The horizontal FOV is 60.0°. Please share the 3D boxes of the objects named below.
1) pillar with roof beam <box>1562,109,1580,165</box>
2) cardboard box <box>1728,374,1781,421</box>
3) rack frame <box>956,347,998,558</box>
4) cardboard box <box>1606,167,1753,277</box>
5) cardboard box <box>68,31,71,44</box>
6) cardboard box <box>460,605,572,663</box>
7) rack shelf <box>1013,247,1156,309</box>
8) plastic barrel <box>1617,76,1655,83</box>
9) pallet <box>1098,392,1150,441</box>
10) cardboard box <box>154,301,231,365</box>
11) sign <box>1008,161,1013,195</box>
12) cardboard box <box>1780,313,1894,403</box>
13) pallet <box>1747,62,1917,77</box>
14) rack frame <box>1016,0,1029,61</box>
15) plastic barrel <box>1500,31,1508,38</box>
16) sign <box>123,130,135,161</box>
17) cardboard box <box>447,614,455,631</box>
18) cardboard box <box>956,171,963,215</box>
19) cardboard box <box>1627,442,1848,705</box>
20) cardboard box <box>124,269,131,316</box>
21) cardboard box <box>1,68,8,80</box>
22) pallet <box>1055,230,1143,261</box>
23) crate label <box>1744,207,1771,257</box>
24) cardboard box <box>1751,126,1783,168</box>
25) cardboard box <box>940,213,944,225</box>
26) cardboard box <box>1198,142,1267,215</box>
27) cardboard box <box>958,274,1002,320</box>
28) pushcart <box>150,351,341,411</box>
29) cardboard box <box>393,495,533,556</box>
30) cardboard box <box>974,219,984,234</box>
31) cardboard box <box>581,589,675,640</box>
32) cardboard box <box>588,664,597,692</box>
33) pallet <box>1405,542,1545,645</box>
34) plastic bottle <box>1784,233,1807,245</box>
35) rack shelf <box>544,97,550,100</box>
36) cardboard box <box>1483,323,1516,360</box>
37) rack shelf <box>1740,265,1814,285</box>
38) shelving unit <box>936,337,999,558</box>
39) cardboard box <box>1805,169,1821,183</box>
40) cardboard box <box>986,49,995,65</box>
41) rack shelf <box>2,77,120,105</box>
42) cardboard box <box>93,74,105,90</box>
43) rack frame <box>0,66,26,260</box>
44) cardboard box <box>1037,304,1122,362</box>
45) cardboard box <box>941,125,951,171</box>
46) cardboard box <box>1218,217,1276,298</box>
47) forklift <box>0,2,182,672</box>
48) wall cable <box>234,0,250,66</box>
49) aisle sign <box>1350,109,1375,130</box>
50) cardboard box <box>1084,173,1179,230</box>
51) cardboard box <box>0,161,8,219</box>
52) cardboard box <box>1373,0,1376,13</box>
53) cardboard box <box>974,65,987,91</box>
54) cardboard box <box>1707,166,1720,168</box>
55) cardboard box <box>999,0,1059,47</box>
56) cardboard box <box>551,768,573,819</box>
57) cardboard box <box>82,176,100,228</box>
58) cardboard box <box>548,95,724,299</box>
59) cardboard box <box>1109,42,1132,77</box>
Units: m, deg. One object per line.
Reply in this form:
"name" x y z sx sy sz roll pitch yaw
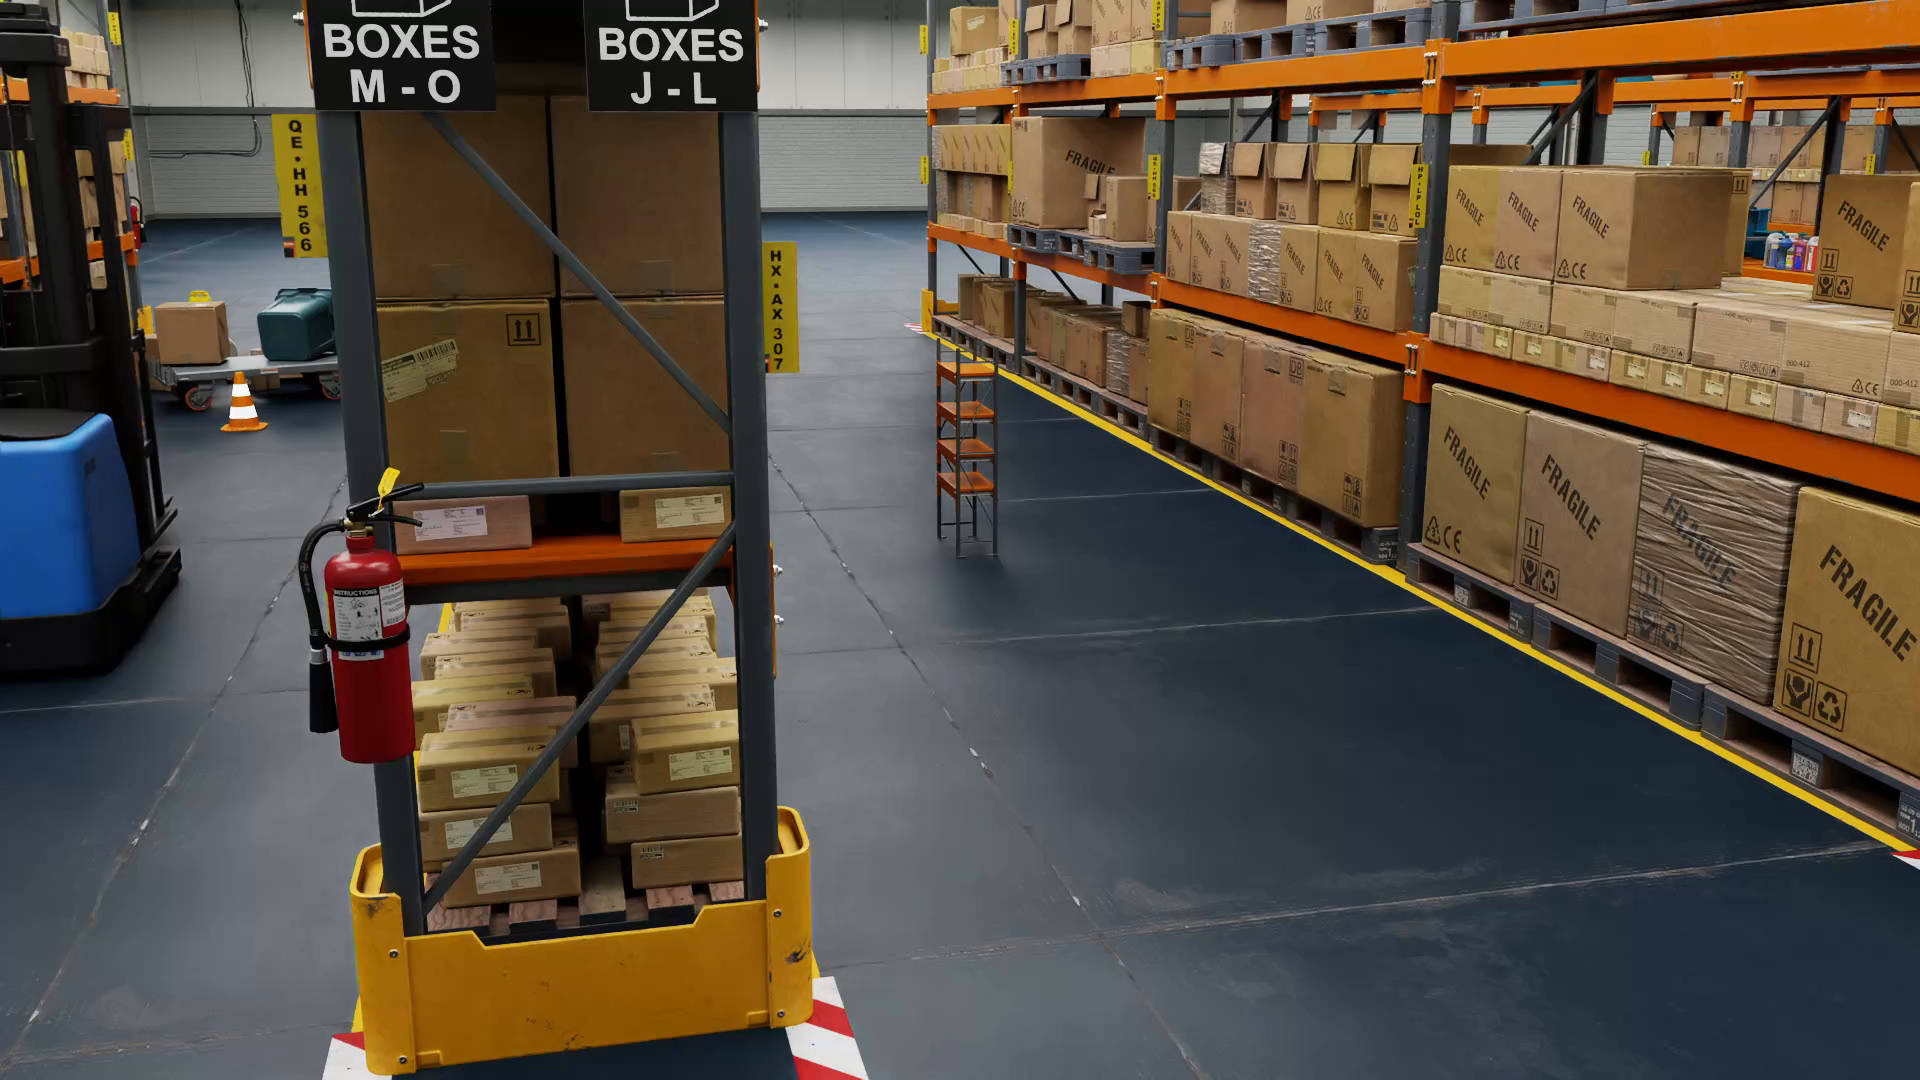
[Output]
"pillar with roof beam" 8.551 -10.231 32.843 9.100 9.000 0.400 -3 14 -13
"cardboard box" 3.217 -0.560 6.427 0.380 0.149 0.250 -4 14 -14
"rack frame" 0.096 -0.488 9.398 0.240 1.200 0.015 -3 14 -13
"cardboard box" 3.404 -1.534 7.995 0.500 0.500 0.500 -3 14 -13
"cardboard box" -9.001 -4.944 16.373 0.380 0.149 0.250 -3 14 -13
"cardboard box" -1.611 0.352 6.036 0.380 0.149 0.250 -4 14 -15
"rack shelf" 1.514 -2.340 14.700 1.077 0.370 4.000 -3 14 -13
"plastic barrel" 6.496 -4.720 15.551 0.600 0.901 0.708 -3 14 -13
"pallet" 1.801 -1.054 13.795 1.003 0.211 1.213 -3 14 -13
"cardboard box" -6.866 -1.858 14.883 0.500 0.500 0.500 -3 14 -13
"sign" 0.518 -3.539 16.269 0.100 0.325 0.005 -3 14 -13
"cardboard box" 3.372 -0.668 6.030 0.500 0.250 0.500 -4 14 -14
"pallet" 6.882 -3.687 12.778 1.003 0.211 1.213 -3 14 -13
"rack frame" 1.044 -6.065 15.791 1.000 3.000 0.127 -3 14 -13
"plastic barrel" 5.948 -5.252 17.665 0.421 0.512 0.421 0 14 0
"sign" -8.984 -4.263 17.952 0.100 0.325 0.005 -3 14 -13
"cardboard box" -1.809 0.382 6.537 0.380 0.149 0.250 -3 14 -14
"cardboard box" 0.441 -4.029 19.262 0.875 0.500 0.500 -3 14 -13
"cardboard box" 3.420 0.093 6.819 0.875 0.875 0.875 -3 14 -13
"cardboard box" -9.087 -2.583 17.509 0.500 0.500 0.500 -3 14 -13
"cardboard box" -8.422 -4.020 14.270 0.380 0.149 0.250 -4 14 -14
"pallet" 1.479 -2.589 14.608 1.003 0.211 1.213 -3 14 -13
"crate label" 6.827 -2.765 14.851 0.502 0.435 0.616 -3 14 -13
"cardboard box" 10.210 -4.830 20.433 0.700 0.500 0.500 -3 14 -13
"cardboard box" -0.020 -3.814 19.746 0.380 0.149 0.250 -3 14 -13
"cardboard box" 2.139 -2.594 11.901 0.797 0.503 0.637 -3 14 -11
"cardboard box" 0.235 -2.918 19.933 0.500 0.500 0.500 -1 14 -3
"pushcart" -6.384 -1.463 15.120 1.648 0.377 0.936 -9 16 -33
"cardboard box" -1.334 -0.067 4.409 0.380 0.149 0.250 -3 14 -13
"cardboard box" 0.370 -3.409 18.088 0.380 0.149 0.250 -3 14 -13
"cardboard box" -1.256 0.268 6.379 0.380 0.149 0.250 -3 14 -13
"cardboard box" -1.119 0.533 5.920 0.380 0.149 0.250 -4 14 -16
"pallet" 3.025 0.229 8.544 1.003 0.211 1.213 -3 14 -13
"plastic bottle" 6.733 -2.334 13.423 0.152 0.276 0.135 -3 14 -13
"rack shelf" -4.271 -4.467 17.085 1.077 0.370 4.000 -3 14 -13
"cardboard box" 2.793 -0.975 8.127 0.380 0.149 0.250 -3 14 -11
"rack shelf" 7.268 -1.693 12.053 1.077 0.370 4.000 -3 14 -13
"shelving unit" 0.039 -0.545 9.628 0.258 1.200 0.503 -3 14 -13
"cardboard box" 10.219 -4.294 19.607 0.380 0.149 0.250 -3 14 -13
"cardboard box" 0.480 -4.970 17.103 0.380 0.149 0.250 -4 14 -15
"rack shelf" -9.059 -4.167 15.860 1.077 0.370 4.000 -3 14 -13
"cardboard box" -9.082 -4.734 17.192 0.380 0.149 0.250 -3 14 -13
"rack frame" -8.589 -2.598 14.242 1.000 3.000 0.127 -3 14 -13
"cardboard box" 1.167 -2.007 16.163 0.700 0.500 0.500 -4 14 -18
"cardboard box" 0.079 -4.494 19.059 0.500 0.500 0.500 -3 14 -13
"cardboard box" 2.080 -1.912 11.223 0.500 0.500 0.500 -4 14 -14
"forklift" -4.705 -1.114 8.311 1.130 2.935 3.031 -4 14 -16
"wall cable" -18.887 -14.717 47.105 3.097 2.526 0.112 -3 14 -13
"aisle sign" 5.191 -5.645 21.237 0.394 0.787 0.004 -3 14 -13
"cardboard box" 1.541 -3.010 14.825 0.797 0.503 0.637 -2 14 -7
"cardboard box" -8.257 -2.902 13.761 0.500 0.500 0.500 -4 14 -14
"cardboard box" 2.719 -3.196 10.013 0.380 0.149 0.250 -4 14 -15
"cardboard box" 0.446 -4.864 17.511 0.500 0.250 0.500 -3 14 -14
"cardboard box" 9.796 -4.709 21.305 0.380 0.149 0.250 -4 14 -14
"cardboard box" 0.690 -5.133 16.407 0.500 0.500 0.500 -4 14 -15
"cardboard box" -1.446 0.822 5.362 0.380 0.149 0.250 -3 14 -13
"cardboard box" -8.906 -3.373 16.575 0.500 0.500 0.500 -3 14 -13
"cardboard box" -0.830 -0.926 4.454 0.500 0.500 0.500 -3 14 -14
"cardboard box" 1.504 -3.822 13.246 0.500 0.250 0.500 -3 14 -13
